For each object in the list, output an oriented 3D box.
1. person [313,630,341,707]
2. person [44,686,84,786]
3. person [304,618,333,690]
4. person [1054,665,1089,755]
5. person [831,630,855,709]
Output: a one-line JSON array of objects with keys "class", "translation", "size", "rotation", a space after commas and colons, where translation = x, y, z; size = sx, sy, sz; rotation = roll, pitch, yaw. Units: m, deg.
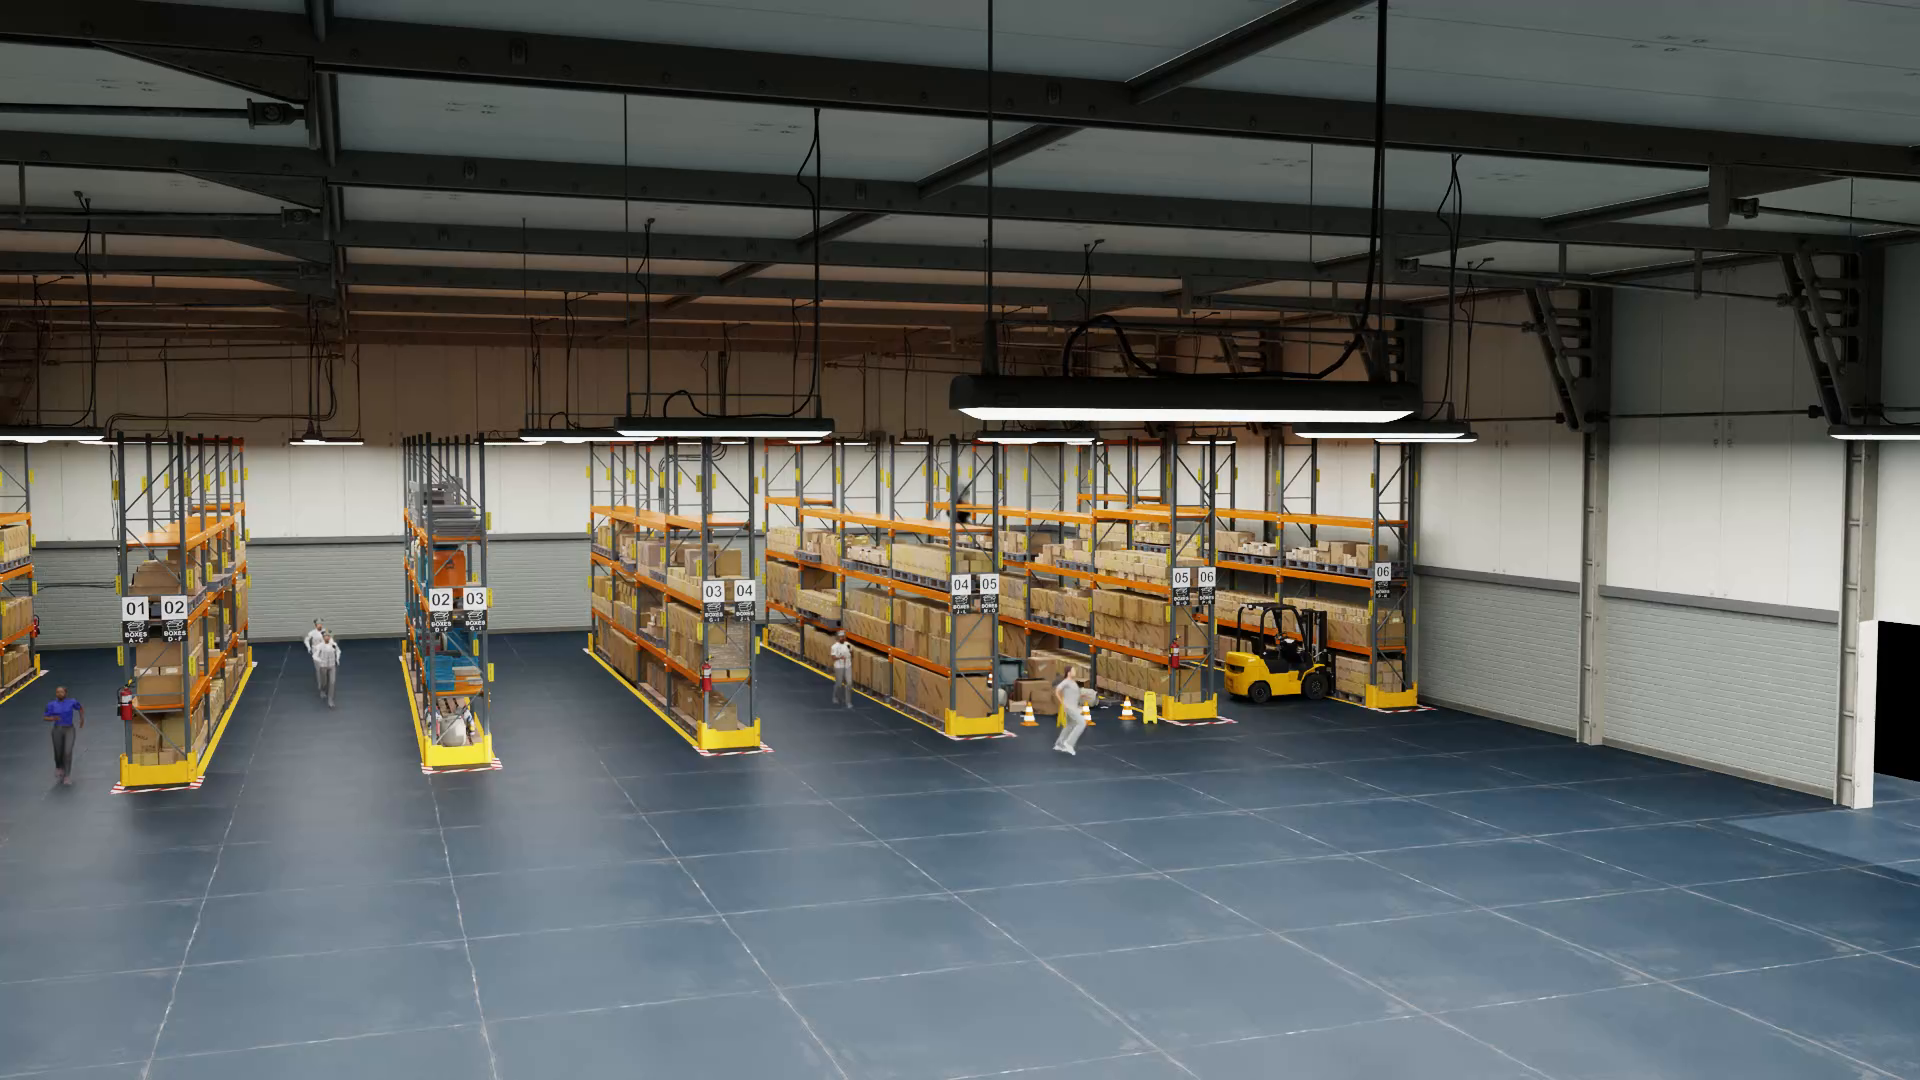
[{"class": "person", "translation": [-14.084, 2.837, 37.033], "size": [0.617, 1.696, 0.882], "rotation": [-2, 4, -31]}, {"class": "person", "translation": [-15.345, 3.322, 28.458], "size": [0.585, 1.624, 0.983], "rotation": [-1, 3, -22]}, {"class": "person", "translation": [-15.206, 2.684, 39.482], "size": [0.622, 1.670, 0.896], "rotation": [-2, 4, -31]}, {"class": "person", "translation": [2.079, 3.165, 31.026], "size": [0.681, 1.669, 0.538], "rotation": [1, 3, 19]}, {"class": "person", "translation": [-2.581, 2.851, 36.773], "size": [0.583, 1.726, 0.866], "rotation": [-1, 3, -19]}]
